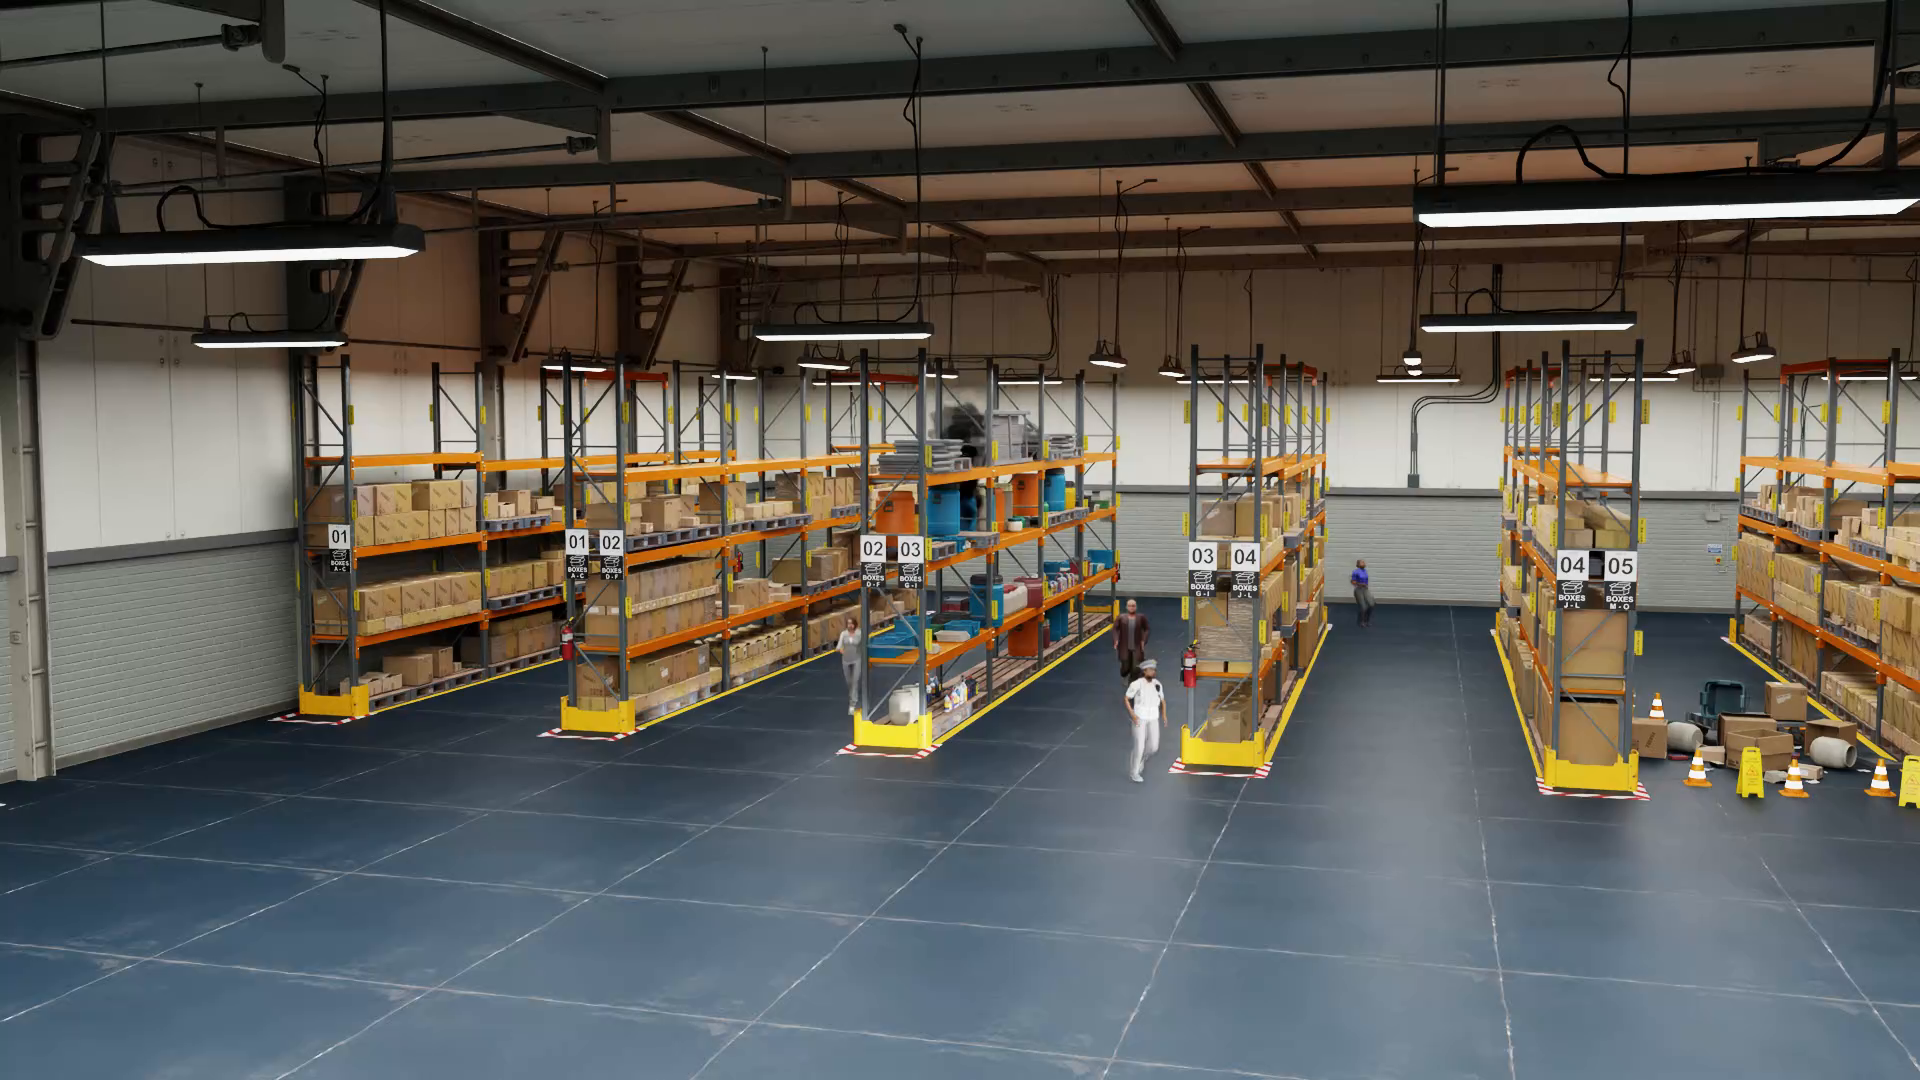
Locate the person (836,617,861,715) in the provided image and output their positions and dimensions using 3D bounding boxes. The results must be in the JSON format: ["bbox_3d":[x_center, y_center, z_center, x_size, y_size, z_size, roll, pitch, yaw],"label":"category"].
[{"bbox_3d":[-1.817,2.092,28.090,0.538,1.605,0.877,0,4,6],"label":"person"}]

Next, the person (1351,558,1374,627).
[{"bbox_3d":[9.522,1.259,39.302,0.574,1.636,0.559,-3,5,-30],"label":"person"}]

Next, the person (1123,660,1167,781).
[{"bbox_3d":[2.587,2.477,22.885,0.637,1.656,0.487,-1,4,-16],"label":"person"}]

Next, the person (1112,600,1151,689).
[{"bbox_3d":[3.060,1.915,29.756,0.695,1.727,0.672,0,4,3],"label":"person"}]
